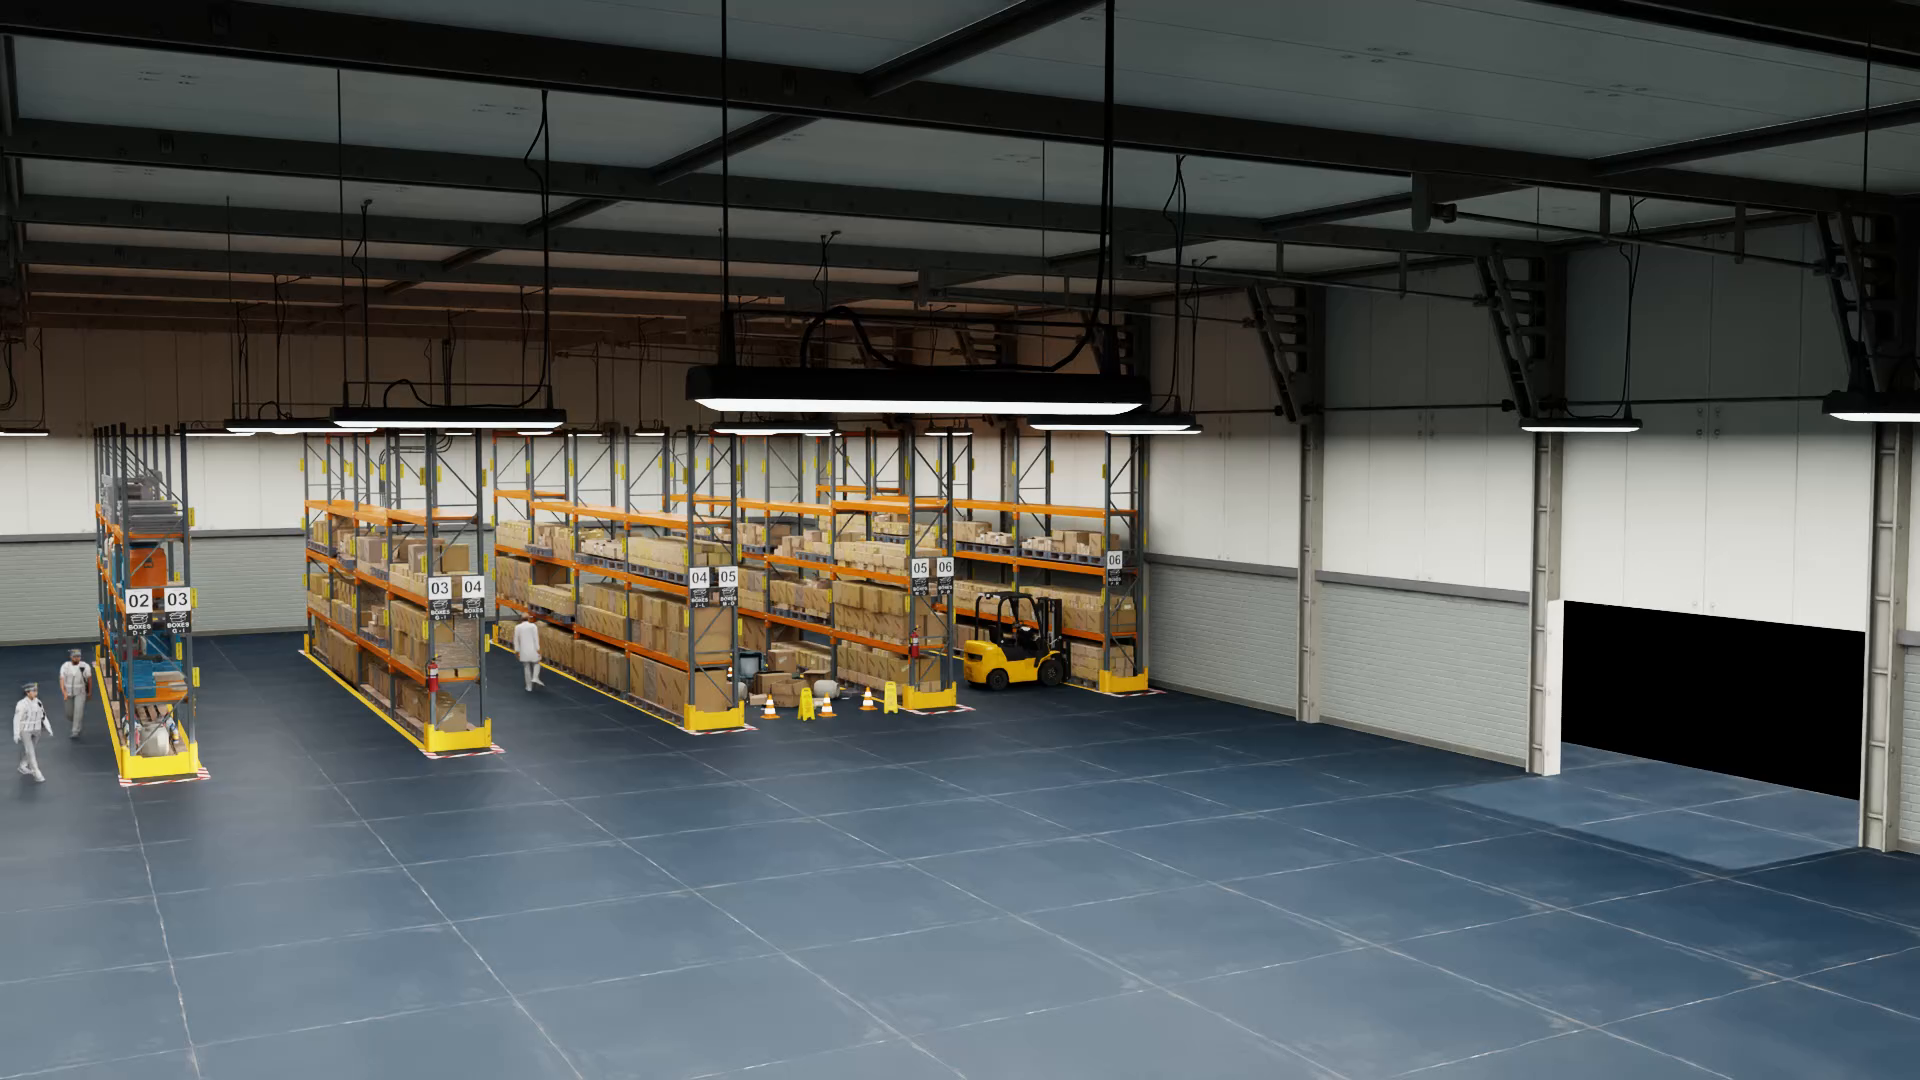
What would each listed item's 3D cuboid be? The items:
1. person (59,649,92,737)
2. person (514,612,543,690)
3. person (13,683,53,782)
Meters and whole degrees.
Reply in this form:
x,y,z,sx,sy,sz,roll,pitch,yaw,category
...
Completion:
x,y,z,sx,sy,sz,roll,pitch,yaw,category
-17.042,2.929,32.001,0.521,1.682,1.092,-1,4,-16,person
-9.823,2.538,37.887,0.624,1.770,0.572,-1,4,-18,person
-15.599,3.190,27.930,1.073,1.604,0.564,2,4,33,person
